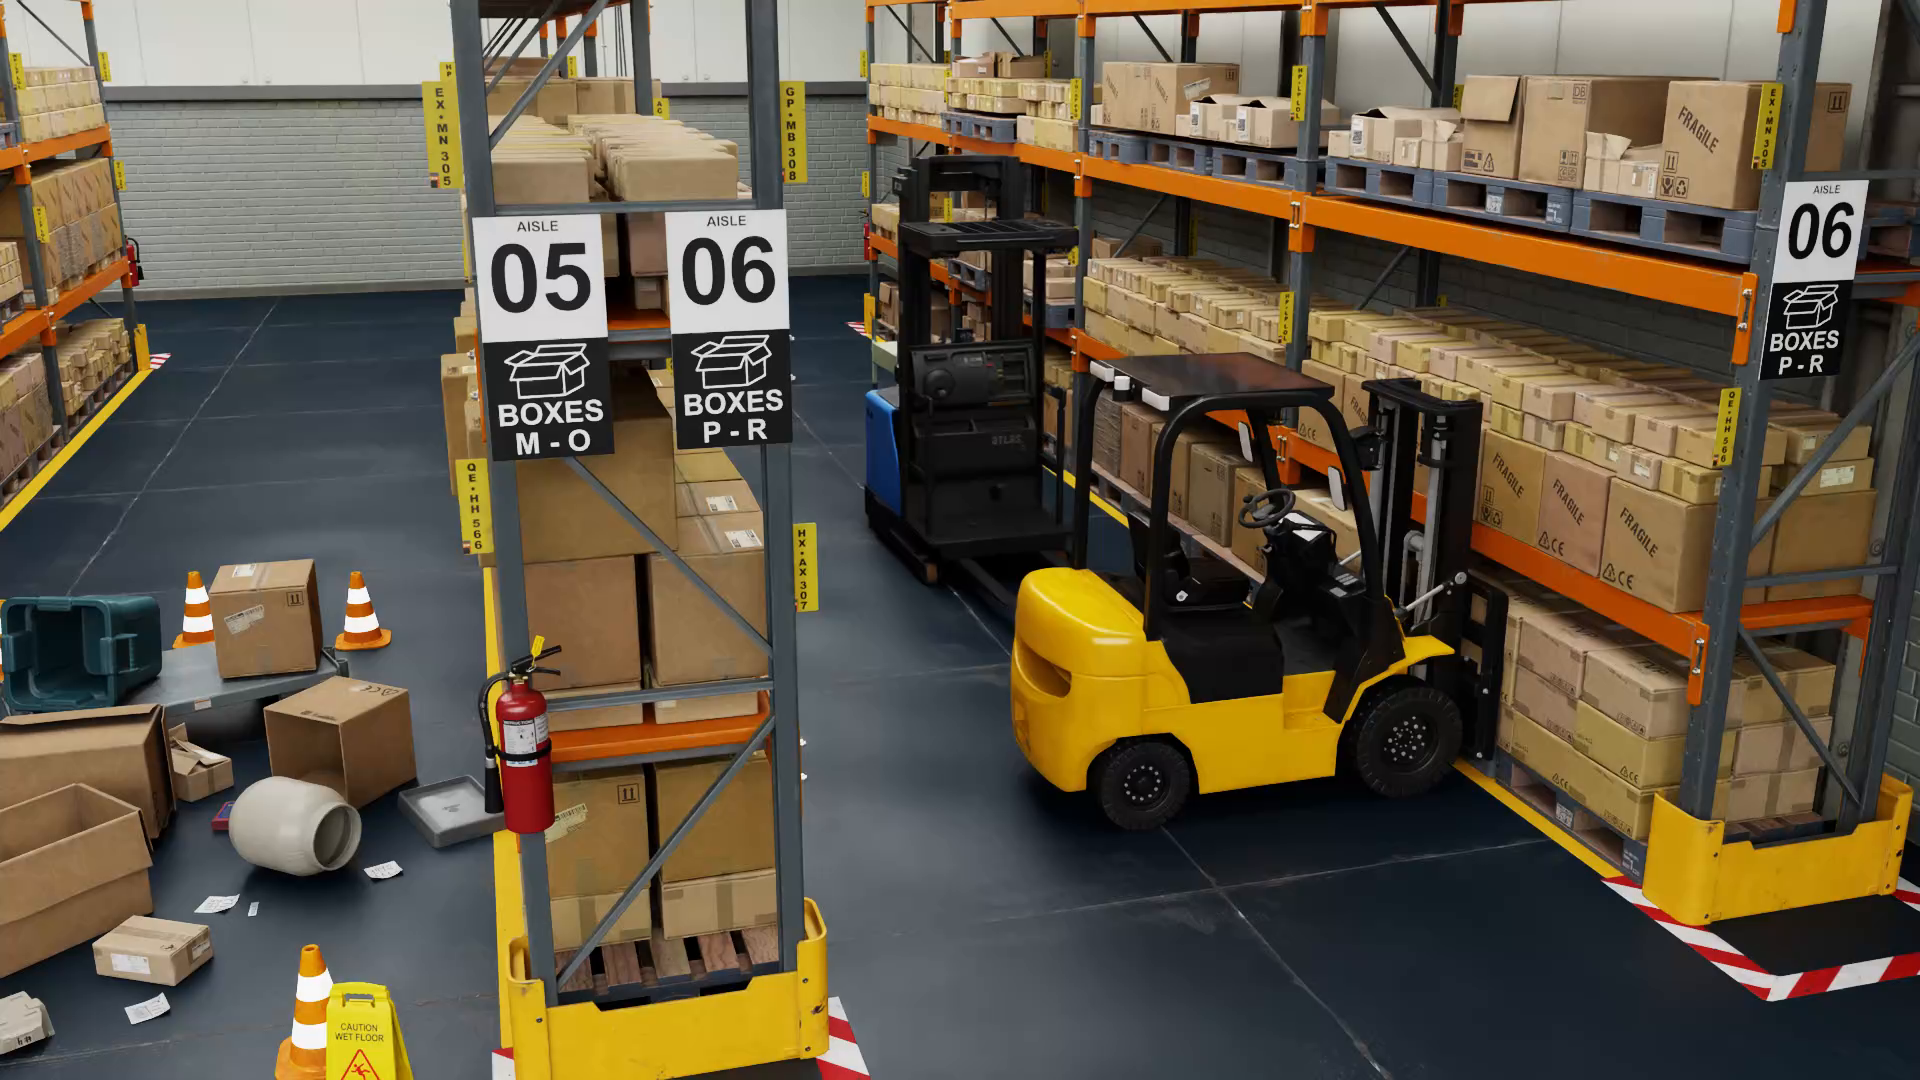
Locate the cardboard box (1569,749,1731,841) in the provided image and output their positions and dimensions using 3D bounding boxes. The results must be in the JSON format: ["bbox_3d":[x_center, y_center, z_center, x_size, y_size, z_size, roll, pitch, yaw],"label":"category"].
[{"bbox_3d":[3.261,1.174,7.880,0.500,0.250,0.500,-5,17,-15],"label":"cardboard box"}]

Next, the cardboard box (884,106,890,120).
[{"bbox_3d":[-0.719,-5.253,20.447,0.380,0.149,0.250,-4,17,-14],"label":"cardboard box"}]

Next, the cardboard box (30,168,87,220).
[{"bbox_3d":[-9.403,-3.583,17.237,0.500,0.500,0.500,-5,18,-17],"label":"cardboard box"}]

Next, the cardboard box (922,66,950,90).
[{"bbox_3d":[-0.122,-5.163,18.587,0.500,0.250,0.500,-5,17,-16],"label":"cardboard box"}]

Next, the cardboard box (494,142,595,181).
[{"bbox_3d":[-1.597,-1.430,6.334,0.380,0.149,0.250,-5,17,-15],"label":"cardboard box"}]

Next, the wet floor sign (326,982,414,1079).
[{"bbox_3d":[-2.055,1.821,5.768,0.267,0.644,0.232,1,17,4],"label":"wet floor sign"}]

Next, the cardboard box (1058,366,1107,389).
[{"bbox_3d":[1.116,-1.481,15.156,0.380,0.149,0.250,-6,18,-18],"label":"cardboard box"}]

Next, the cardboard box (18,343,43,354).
[{"bbox_3d":[-9.848,-1.974,17.502,0.380,0.149,0.250,-5,17,-15],"label":"cardboard box"}]

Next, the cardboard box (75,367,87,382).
[{"bbox_3d":[-9.281,-1.728,17.198,0.380,0.149,0.250,-4,17,-13],"label":"cardboard box"}]

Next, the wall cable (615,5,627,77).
[{"bbox_3d":[-3.897,-8.580,25.808,2.988,3.039,0.133,-5,17,-15],"label":"wall cable"}]

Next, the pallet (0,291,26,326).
[{"bbox_3d":[-9.037,-2.029,14.825,1.003,0.211,1.213,-5,17,-15],"label":"pallet"}]

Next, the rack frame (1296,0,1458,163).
[{"bbox_3d":[2.594,-3.817,10.016,1.000,3.000,0.127,-5,17,-15],"label":"rack frame"}]

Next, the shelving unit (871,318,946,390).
[{"bbox_3d":[-0.427,-1.051,13.838,0.431,1.500,0.755,-6,17,-18],"label":"shelving unit"}]

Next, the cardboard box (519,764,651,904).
[{"bbox_3d":[-1.549,1.112,6.782,0.500,0.500,0.500,-5,17,-15],"label":"cardboard box"}]

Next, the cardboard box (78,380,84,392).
[{"bbox_3d":[-9.315,-1.582,17.229,0.380,0.149,0.250,-5,18,-18],"label":"cardboard box"}]

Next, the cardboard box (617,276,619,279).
[{"bbox_3d":[-1.223,-1.158,6.817,0.380,0.149,0.250,-5,18,-17],"label":"cardboard box"}]

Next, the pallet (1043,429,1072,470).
[{"bbox_3d":[1.326,-0.924,15.661,1.003,0.211,1.213,-5,17,-15],"label":"pallet"}]

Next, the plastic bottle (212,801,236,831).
[{"bbox_3d":[-3.626,1.363,8.310,0.133,0.061,0.283,-2,17,-6],"label":"plastic bottle"}]

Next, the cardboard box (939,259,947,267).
[{"bbox_3d":[-0.027,-3.175,18.743,0.380,0.149,0.250,-4,17,-14],"label":"cardboard box"}]

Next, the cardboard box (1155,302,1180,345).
[{"bbox_3d":[1.810,-1.651,12.627,0.500,0.250,0.500,-4,17,-14],"label":"cardboard box"}]

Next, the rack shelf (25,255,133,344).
[{"bbox_3d":[-9.657,-2.552,17.485,1.077,0.370,4.000,-5,17,-15],"label":"rack shelf"}]

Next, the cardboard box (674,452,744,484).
[{"bbox_3d":[-1.228,-0.071,7.283,0.500,0.500,0.500,-5,17,-16],"label":"cardboard box"}]

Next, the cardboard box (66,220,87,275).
[{"bbox_3d":[-9.248,-2.969,16.932,0.500,0.500,0.500,-5,17,-16],"label":"cardboard box"}]

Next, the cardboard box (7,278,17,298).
[{"bbox_3d":[-8.736,-2.258,14.963,0.380,0.149,0.250,-5,17,-15],"label":"cardboard box"}]

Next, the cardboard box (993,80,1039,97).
[{"bbox_3d":[0.536,-4.325,15.939,0.380,0.149,0.250,-5,17,-15],"label":"cardboard box"}]

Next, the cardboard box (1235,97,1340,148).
[{"bbox_3d":[2.161,-2.767,10.988,0.500,0.311,0.500,-5,18,-17],"label":"cardboard box"}]

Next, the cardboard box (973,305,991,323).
[{"bbox_3d":[0.356,-2.425,17.782,0.380,0.149,0.250,-6,18,-18],"label":"cardboard box"}]

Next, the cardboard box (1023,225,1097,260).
[{"bbox_3d":[0.869,-2.737,15.941,0.797,0.503,0.637,-5,17,-17],"label":"cardboard box"}]

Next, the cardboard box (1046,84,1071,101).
[{"bbox_3d":[0.994,-4.044,15.038,0.380,0.149,0.250,-5,17,-16],"label":"cardboard box"}]

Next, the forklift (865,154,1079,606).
[{"bbox_3d":[0.171,-1.211,11.888,1.130,2.935,3.031,-5,18,-17],"label":"forklift"}]

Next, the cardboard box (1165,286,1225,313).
[{"bbox_3d":[1.760,-1.797,12.420,0.380,0.149,0.250,-5,17,-17],"label":"cardboard box"}]

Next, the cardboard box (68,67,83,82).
[{"bbox_3d":[-9.611,-4.965,17.751,0.380,0.149,0.250,-4,17,-14],"label":"cardboard box"}]

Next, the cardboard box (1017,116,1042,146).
[{"bbox_3d":[0.844,-3.815,15.484,0.500,0.250,0.500,-5,17,-15],"label":"cardboard box"}]

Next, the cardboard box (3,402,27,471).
[{"bbox_3d":[-8.384,-0.879,14.278,0.500,0.500,0.500,-5,17,-16],"label":"cardboard box"}]

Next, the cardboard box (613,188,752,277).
[{"bbox_3d":[-0.960,-1.111,5.966,0.500,0.250,0.500,-5,17,-16],"label":"cardboard box"}]

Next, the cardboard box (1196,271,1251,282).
[{"bbox_3d":[2.102,-2.054,13.273,0.380,0.149,0.250,-5,17,-16],"label":"cardboard box"}]

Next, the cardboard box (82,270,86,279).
[{"bbox_3d":[-9.488,-2.826,17.584,0.380,0.149,0.250,-4,17,-14],"label":"cardboard box"}]

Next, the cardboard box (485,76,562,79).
[{"bbox_3d":[-2.761,-2.786,10.461,0.500,0.250,0.500,-4,17,-14],"label":"cardboard box"}]

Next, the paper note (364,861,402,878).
[{"bbox_3d":[-2.694,1.540,7.773,0.142,0.019,0.148,-12,20,-34],"label":"paper note"}]

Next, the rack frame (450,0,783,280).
[{"bbox_3d":[-1.078,-2.317,5.022,1.000,3.000,0.127,-5,17,-15],"label":"rack frame"}]

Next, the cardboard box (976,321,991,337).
[{"bbox_3d":[0.389,-2.280,17.816,0.380,0.149,0.250,-5,17,-17],"label":"cardboard box"}]

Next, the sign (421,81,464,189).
[{"bbox_3d":[-1.617,-1.266,5.199,0.100,0.325,0.005,-5,17,-15],"label":"sign"}]

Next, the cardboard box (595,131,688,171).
[{"bbox_3d":[-1.368,-1.680,7.166,0.380,0.149,0.250,-4,17,-14],"label":"cardboard box"}]

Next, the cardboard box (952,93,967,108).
[{"bbox_3d":[0.133,-4.533,17.148,0.380,0.149,0.250,-5,17,-15],"label":"cardboard box"}]

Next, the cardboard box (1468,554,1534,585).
[{"bbox_3d":[2.841,0.277,9.128,0.500,0.250,0.500,-5,17,-16],"label":"cardboard box"}]

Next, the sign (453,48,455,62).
[{"bbox_3d":[-6.010,-5.720,19.910,0.100,0.325,0.005,-5,17,-15],"label":"sign"}]

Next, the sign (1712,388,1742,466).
[{"bbox_3d":[3.168,-0.466,6.865,0.100,0.325,0.005,-5,17,-15],"label":"sign"}]

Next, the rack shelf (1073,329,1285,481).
[{"bbox_3d":[2.045,-1.152,12.824,1.077,0.370,4.000,-5,17,-15],"label":"rack shelf"}]

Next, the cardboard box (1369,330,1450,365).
[{"bbox_3d":[2.606,-1.118,9.643,0.380,0.149,0.250,-4,17,-14],"label":"cardboard box"}]

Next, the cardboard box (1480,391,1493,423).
[{"bbox_3d":[2.971,-0.698,8.762,0.380,0.149,0.250,-5,17,-16],"label":"cardboard box"}]

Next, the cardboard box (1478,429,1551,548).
[{"bbox_3d":[3.031,-0.286,8.517,0.500,0.500,0.500,-5,17,-16],"label":"cardboard box"}]

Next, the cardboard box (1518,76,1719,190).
[{"bbox_3d":[3.152,-1.965,7.988,0.700,0.500,0.500,-5,17,-15],"label":"cardboard box"}]

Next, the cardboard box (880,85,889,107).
[{"bbox_3d":[-0.685,-5.487,20.533,0.500,0.250,0.500,-4,17,-14],"label":"cardboard box"}]

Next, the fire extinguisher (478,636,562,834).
[{"bbox_3d":[-1.490,0.662,5.670,0.296,0.674,0.183,-5,17,-15],"label":"fire extinguisher"}]

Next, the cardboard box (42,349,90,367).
[{"bbox_3d":[-9.224,-1.870,17.155,0.380,0.149,0.250,-4,17,-14],"label":"cardboard box"}]

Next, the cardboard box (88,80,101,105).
[{"bbox_3d":[-9.836,-4.947,18.384,0.500,0.250,0.500,-5,18,-17],"label":"cardboard box"}]

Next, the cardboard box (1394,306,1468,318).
[{"bbox_3d":[2.972,-1.380,10.514,0.380,0.149,0.250,-5,17,-15],"label":"cardboard box"}]

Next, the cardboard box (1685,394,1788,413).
[{"bbox_3d":[3.681,-0.595,7.900,0.380,0.149,0.250,-4,17,-14],"label":"cardboard box"}]
